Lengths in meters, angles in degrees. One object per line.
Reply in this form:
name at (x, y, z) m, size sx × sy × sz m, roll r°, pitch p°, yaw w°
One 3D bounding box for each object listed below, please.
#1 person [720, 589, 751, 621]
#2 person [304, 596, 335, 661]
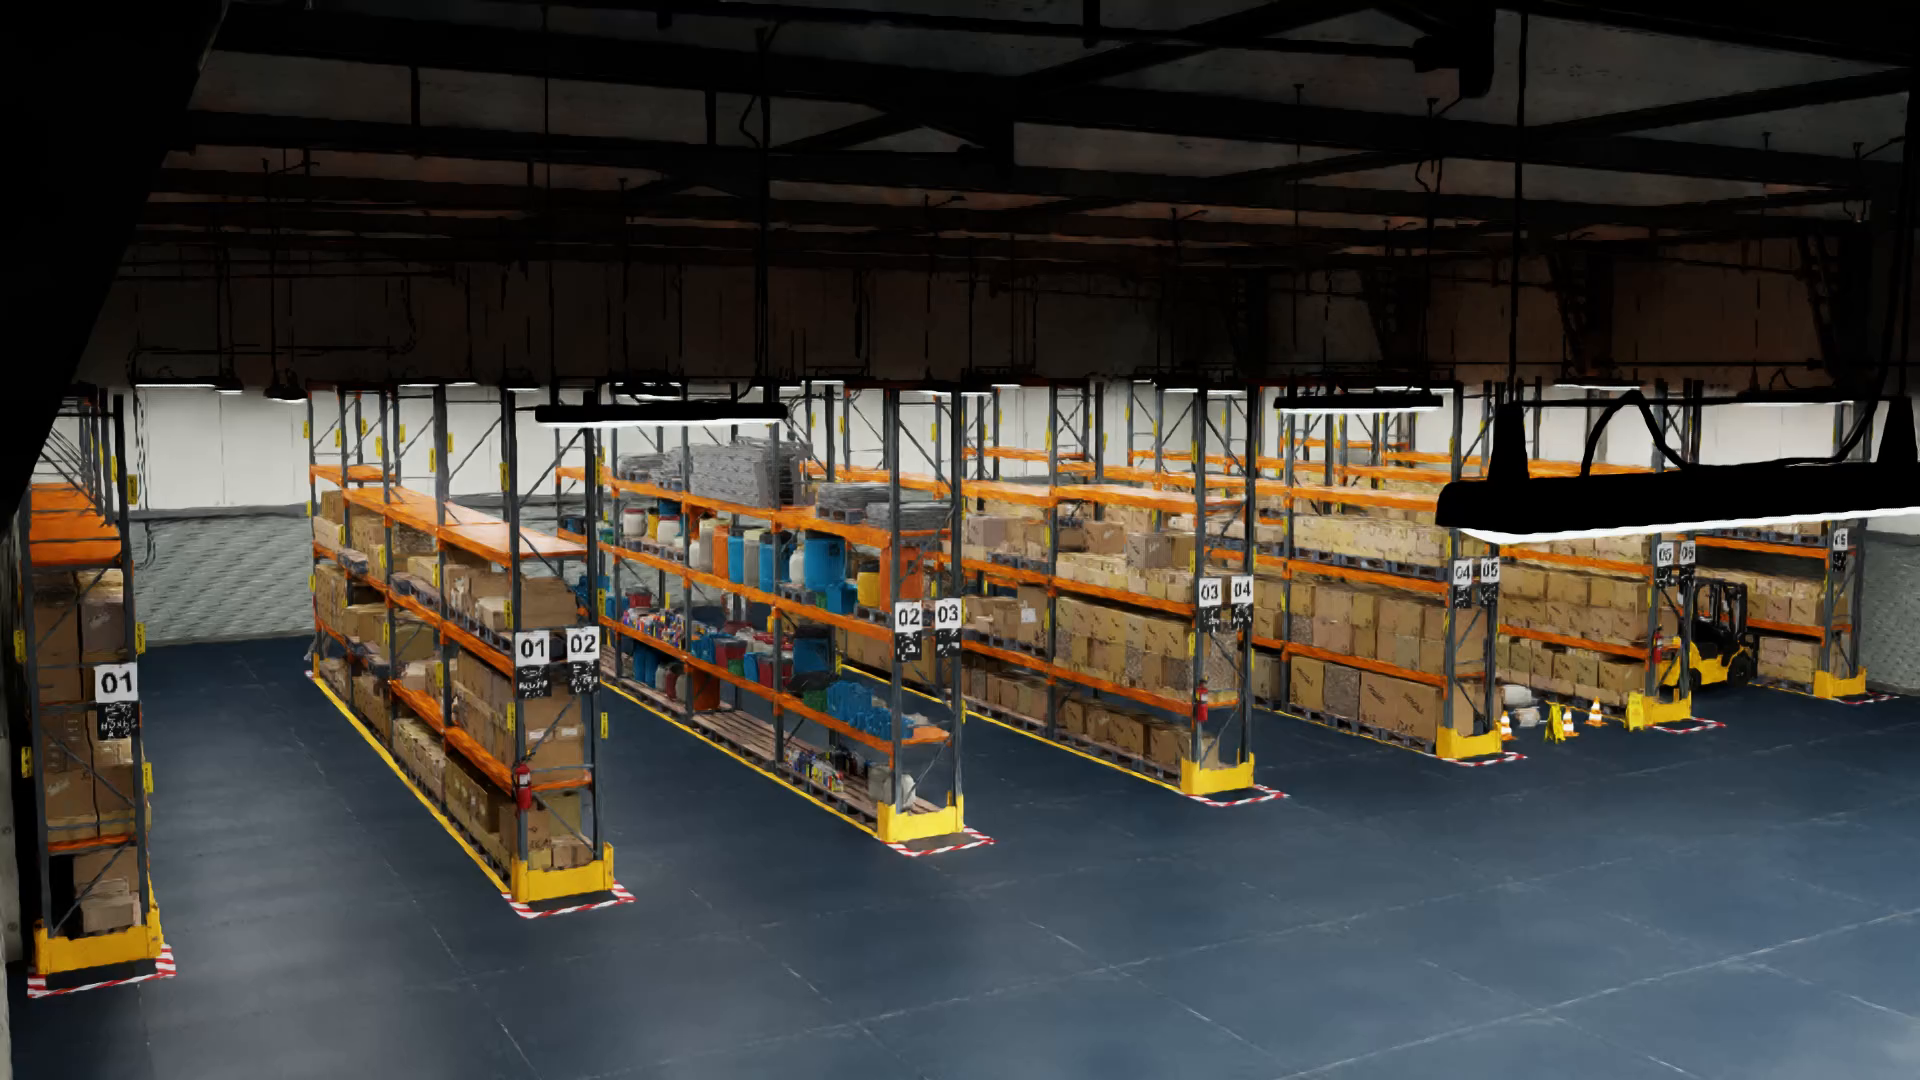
person at (-5.004, 1.527, 37.265) m, size 0.719 × 1.714 × 0.578 m, roll -4°, pitch 7°, yaw -31°
person at (-13.580, 1.721, 35.303) m, size 0.535 × 1.718 × 0.714 m, roll 2°, pitch 7°, yaw 21°
